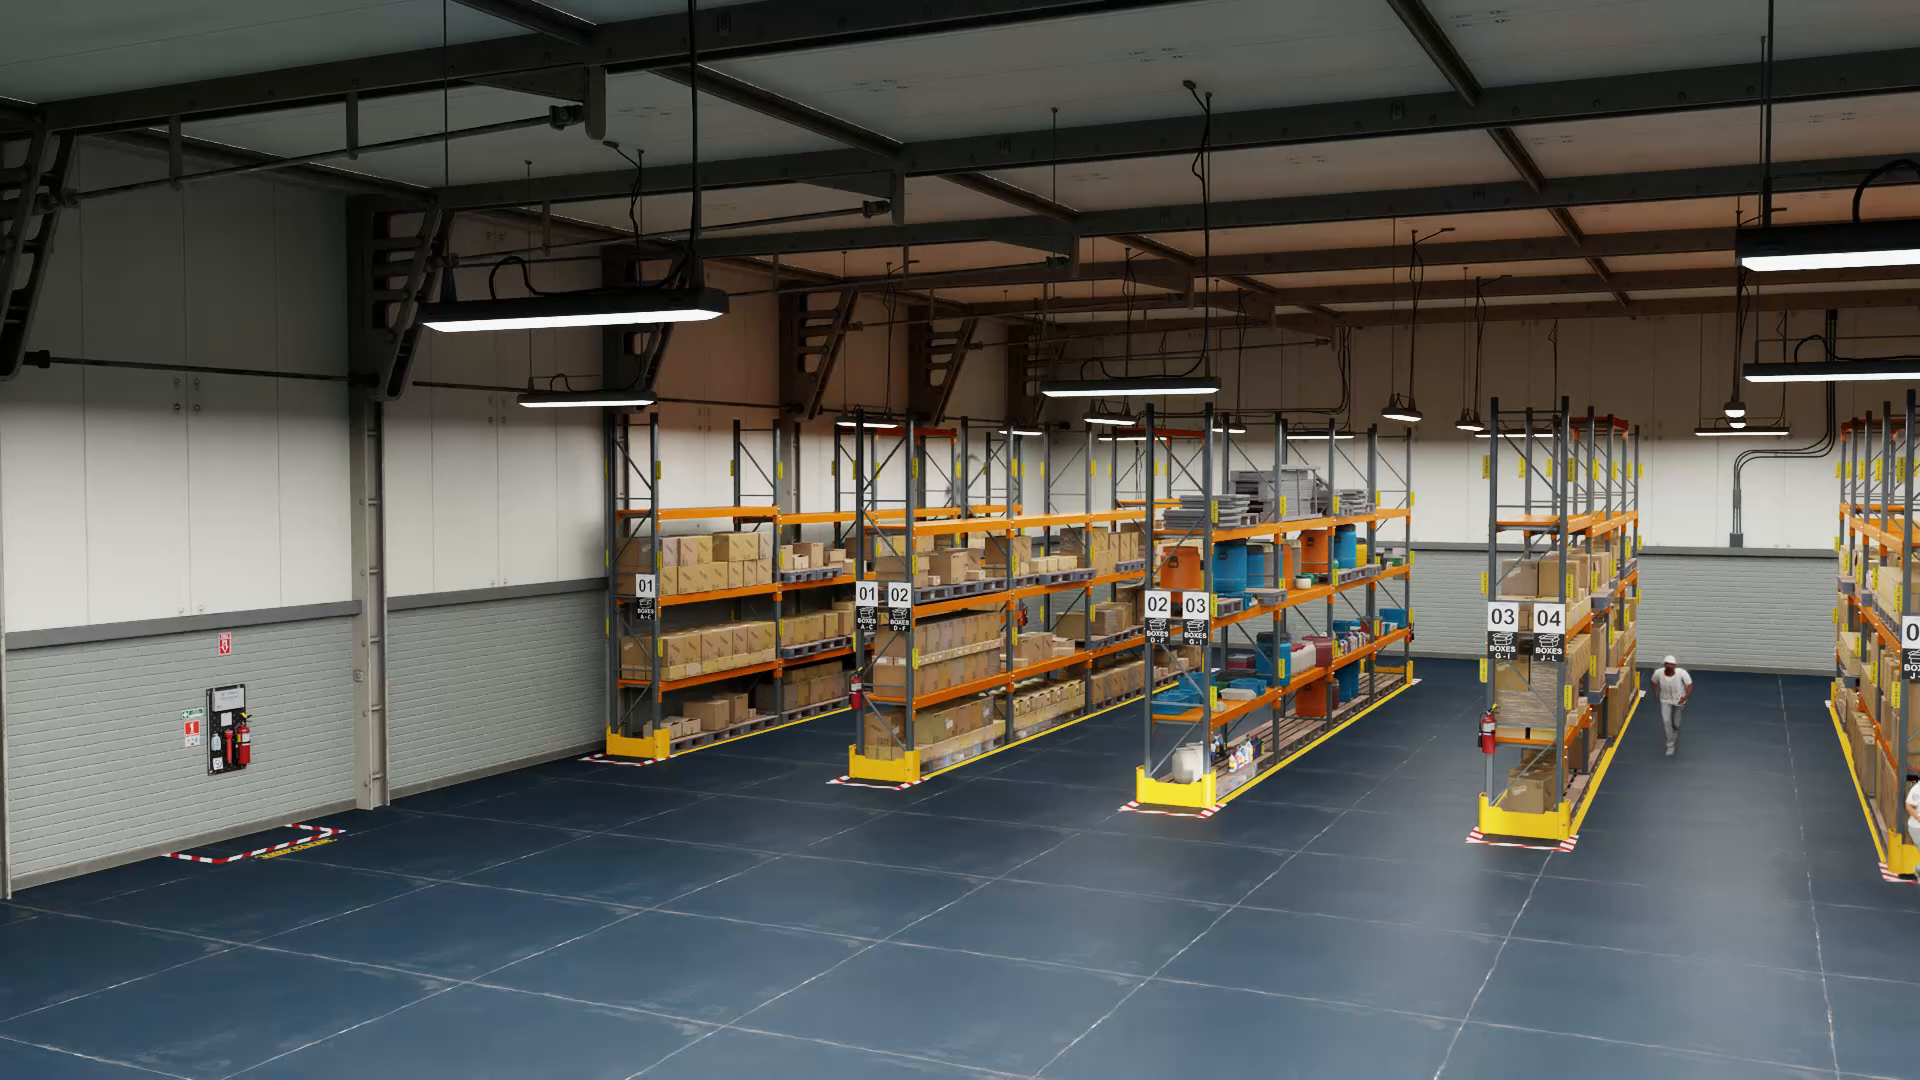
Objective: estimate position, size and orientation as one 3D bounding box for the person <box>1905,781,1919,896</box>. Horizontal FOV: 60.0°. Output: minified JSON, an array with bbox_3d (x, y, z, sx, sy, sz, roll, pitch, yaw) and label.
[{"bbox_3d":[11.275,3.377,19.380,0.612,1.632,0.554,-1,3,-18],"label":"person"}]

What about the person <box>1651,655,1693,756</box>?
[{"bbox_3d":[12.650,2.907,29.555,0.699,1.752,1.062,1,3,26],"label":"person"}]

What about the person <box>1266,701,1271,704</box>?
[{"bbox_3d":[6.599,2.738,35.110,0.752,1.600,0.677,2,3,44],"label":"person"}]
